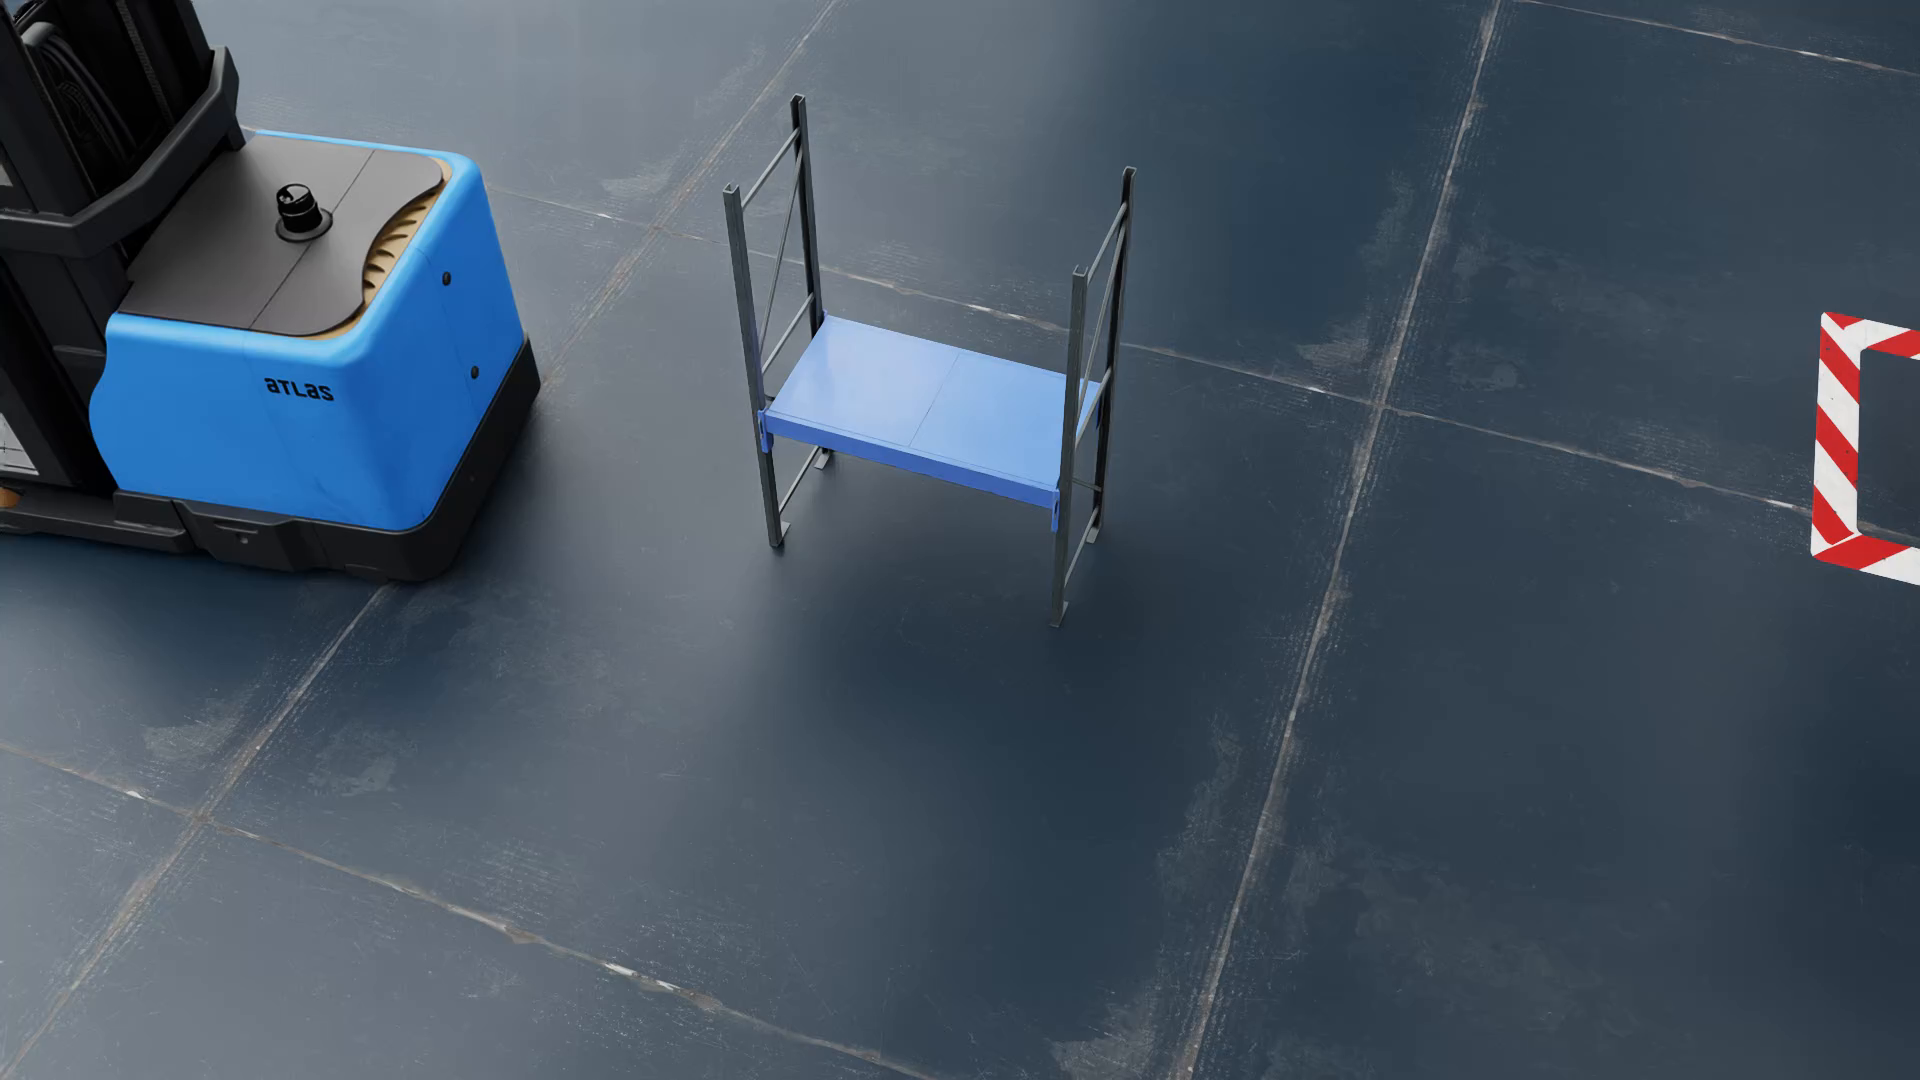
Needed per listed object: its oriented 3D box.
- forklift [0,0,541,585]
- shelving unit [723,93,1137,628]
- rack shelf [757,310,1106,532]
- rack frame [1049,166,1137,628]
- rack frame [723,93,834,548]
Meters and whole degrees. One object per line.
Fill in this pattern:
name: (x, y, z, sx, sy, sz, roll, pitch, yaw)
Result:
forklift: (-3.118, -1.367, 4.995, 3.031, 2.935, 1.130, 8, 50, 7)
shelving unit: (-0.080, -0.514, 5.203, 1.048, 1.500, 0.538, 16, 51, 13)
rack shelf: (-0.080, -0.396, 5.339, 1.000, 0.185, 0.538, 16, 51, 13)
rack frame: (0.397, -0.380, 5.087, 0.032, 1.500, 0.500, 16, 51, 13)
rack frame: (-0.557, -0.647, 5.318, 0.032, 1.500, 0.500, 16, 51, 13)
